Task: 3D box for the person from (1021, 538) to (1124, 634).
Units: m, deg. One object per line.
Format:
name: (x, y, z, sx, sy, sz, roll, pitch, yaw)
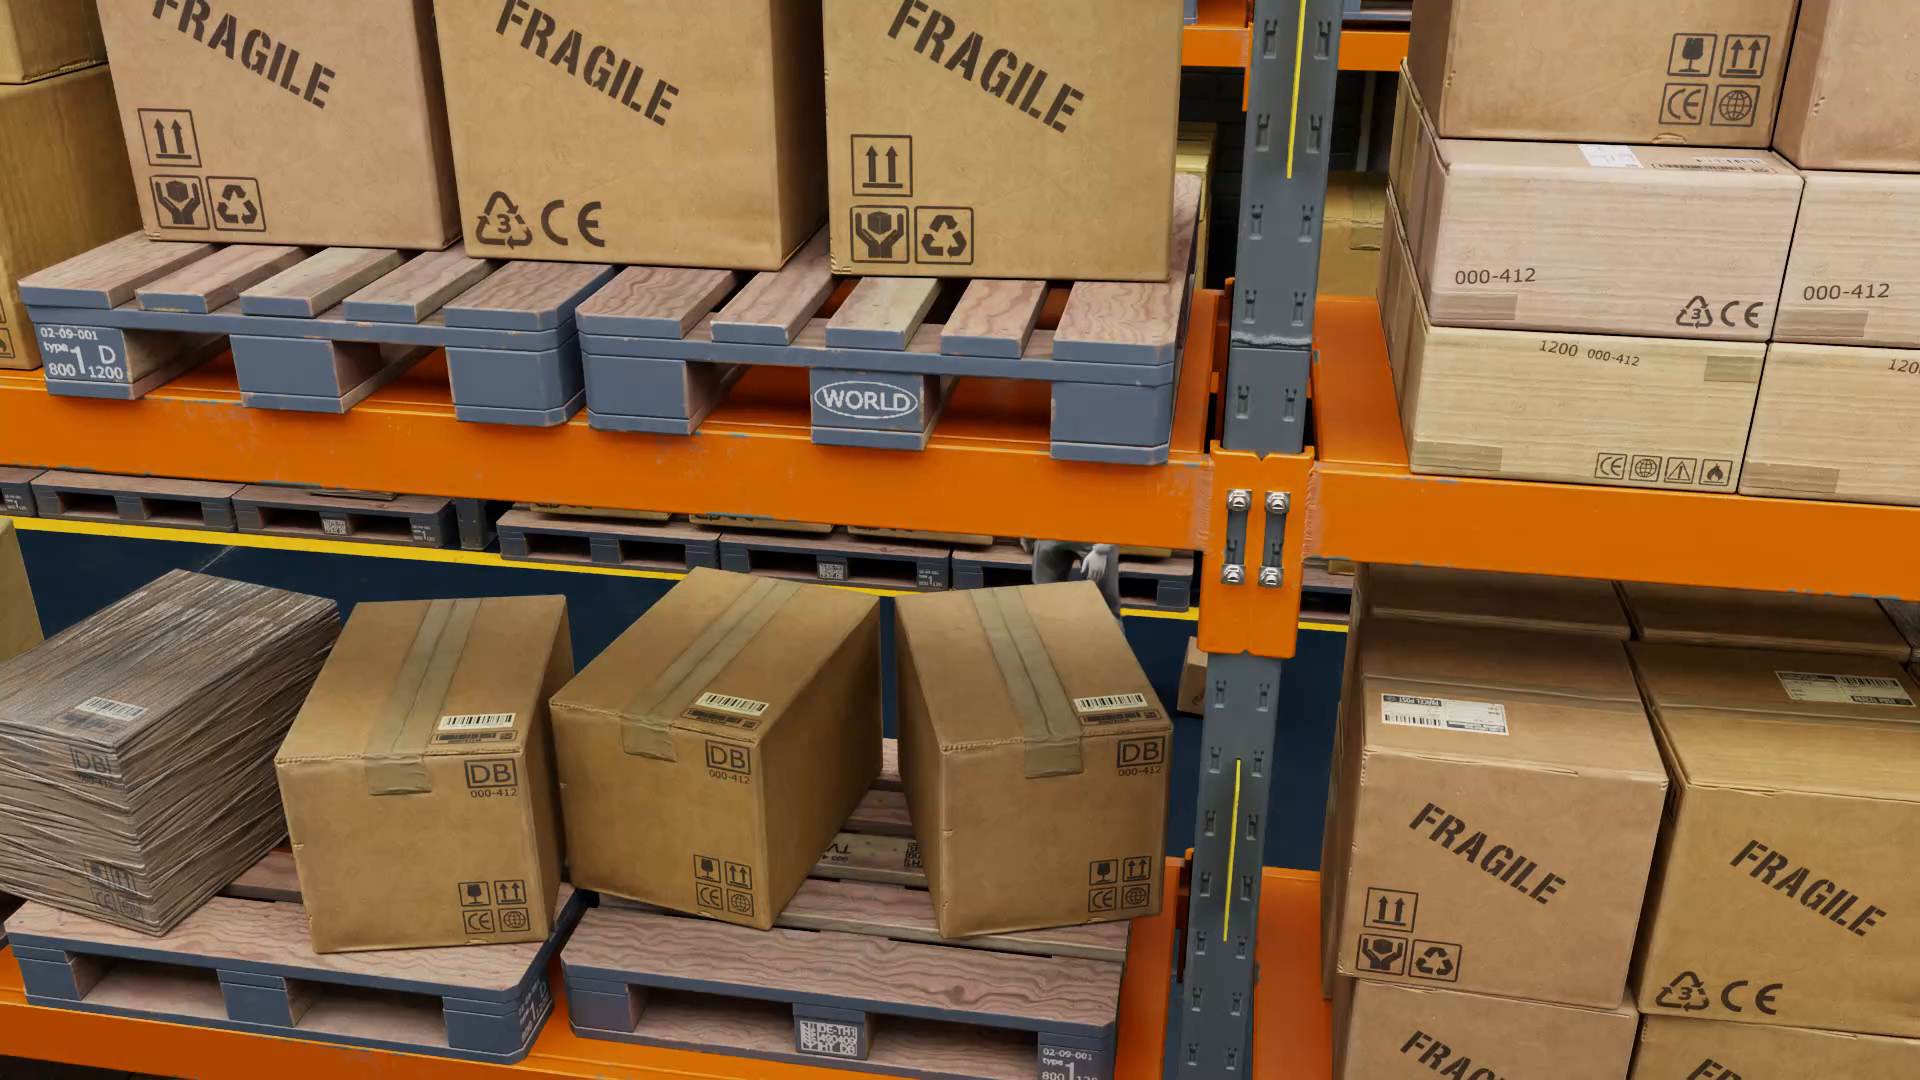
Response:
person: (0.469, -0.019, 7.100, 0.530, 1.656, 0.584, 19, 31, 35)
